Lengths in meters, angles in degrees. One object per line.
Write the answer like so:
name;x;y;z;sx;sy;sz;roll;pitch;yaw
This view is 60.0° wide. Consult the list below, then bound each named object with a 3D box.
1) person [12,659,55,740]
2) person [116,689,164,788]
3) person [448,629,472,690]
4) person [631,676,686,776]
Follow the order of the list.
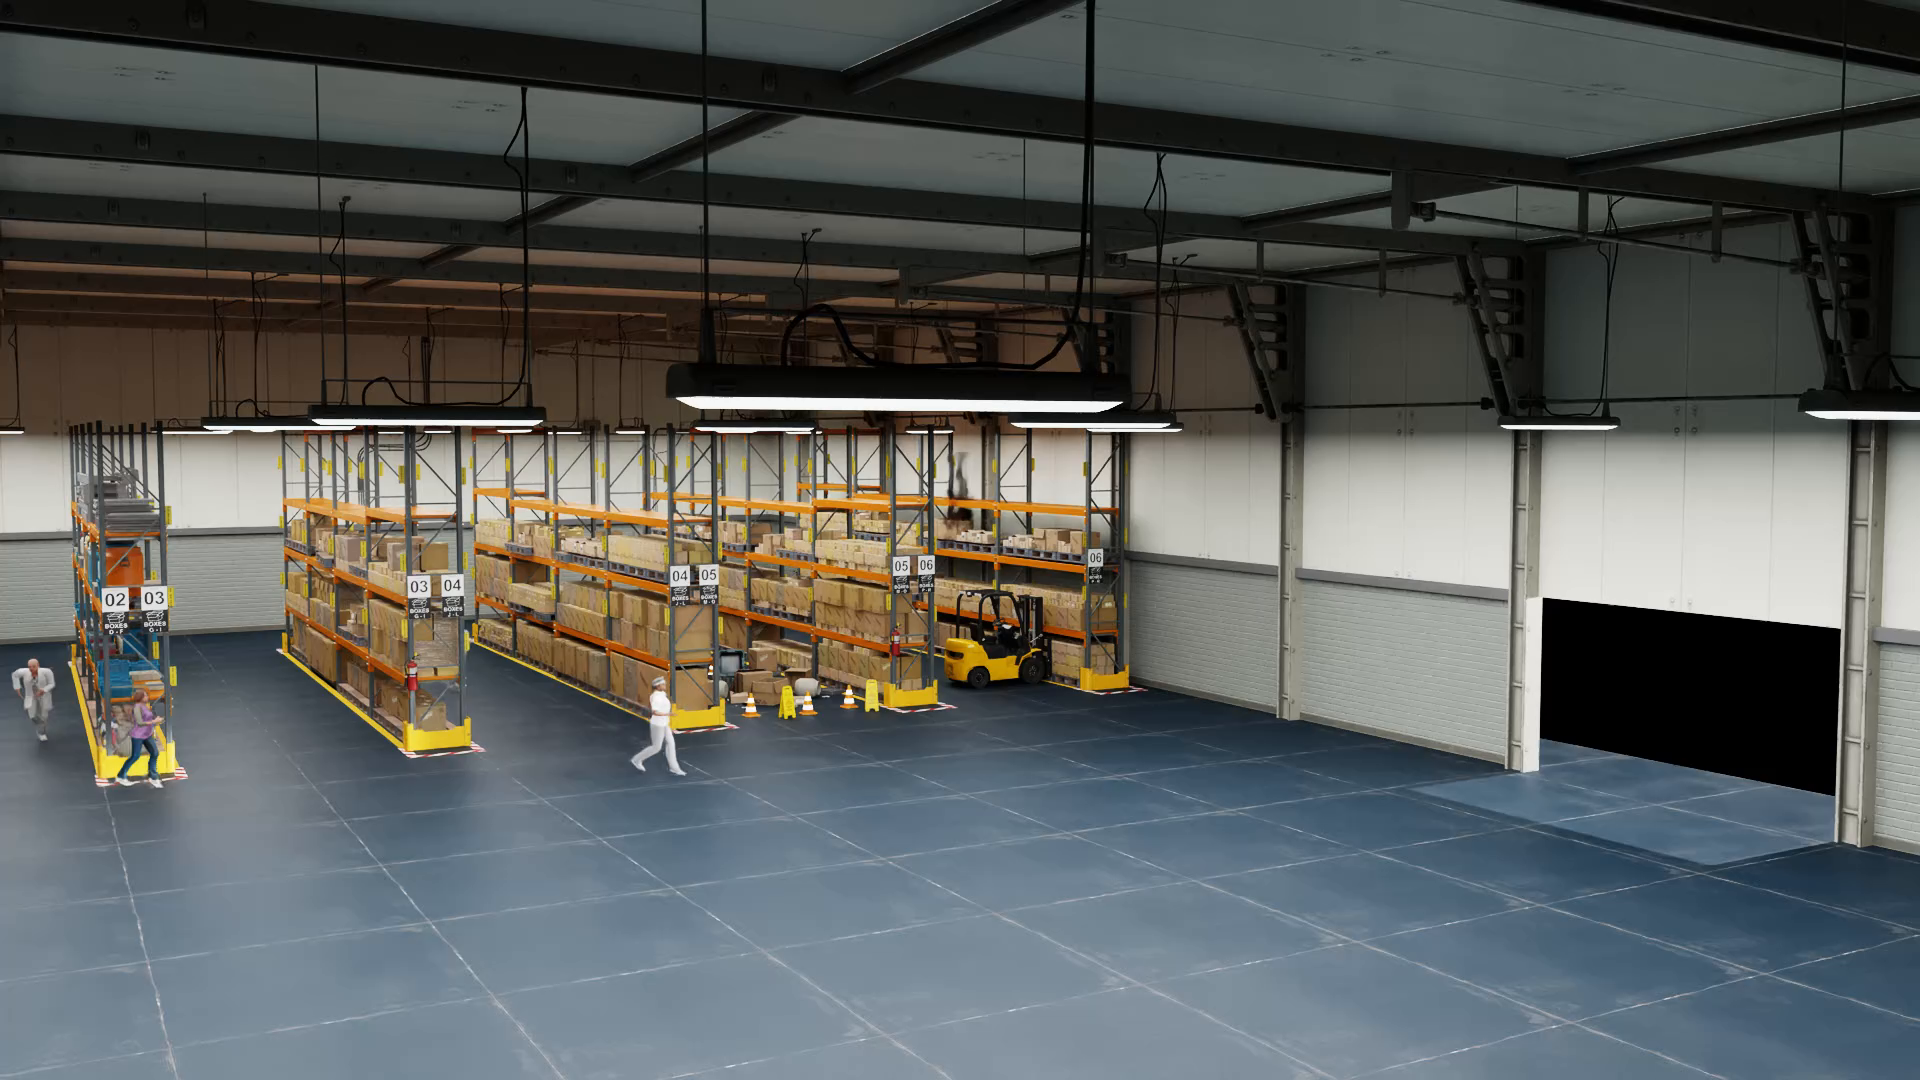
person;-17.395;3.059;31.237;0.736;1.484;0.866;-1;4;-20
person;-13.340;3.253;27.058;0.757;1.666;0.509;0;4;-3
person;-11.297;2.584;37.530;0.587;1.634;0.583;-2;4;-34
person;-5.093;3.138;28.066;0.924;1.711;0.579;0;4;3
